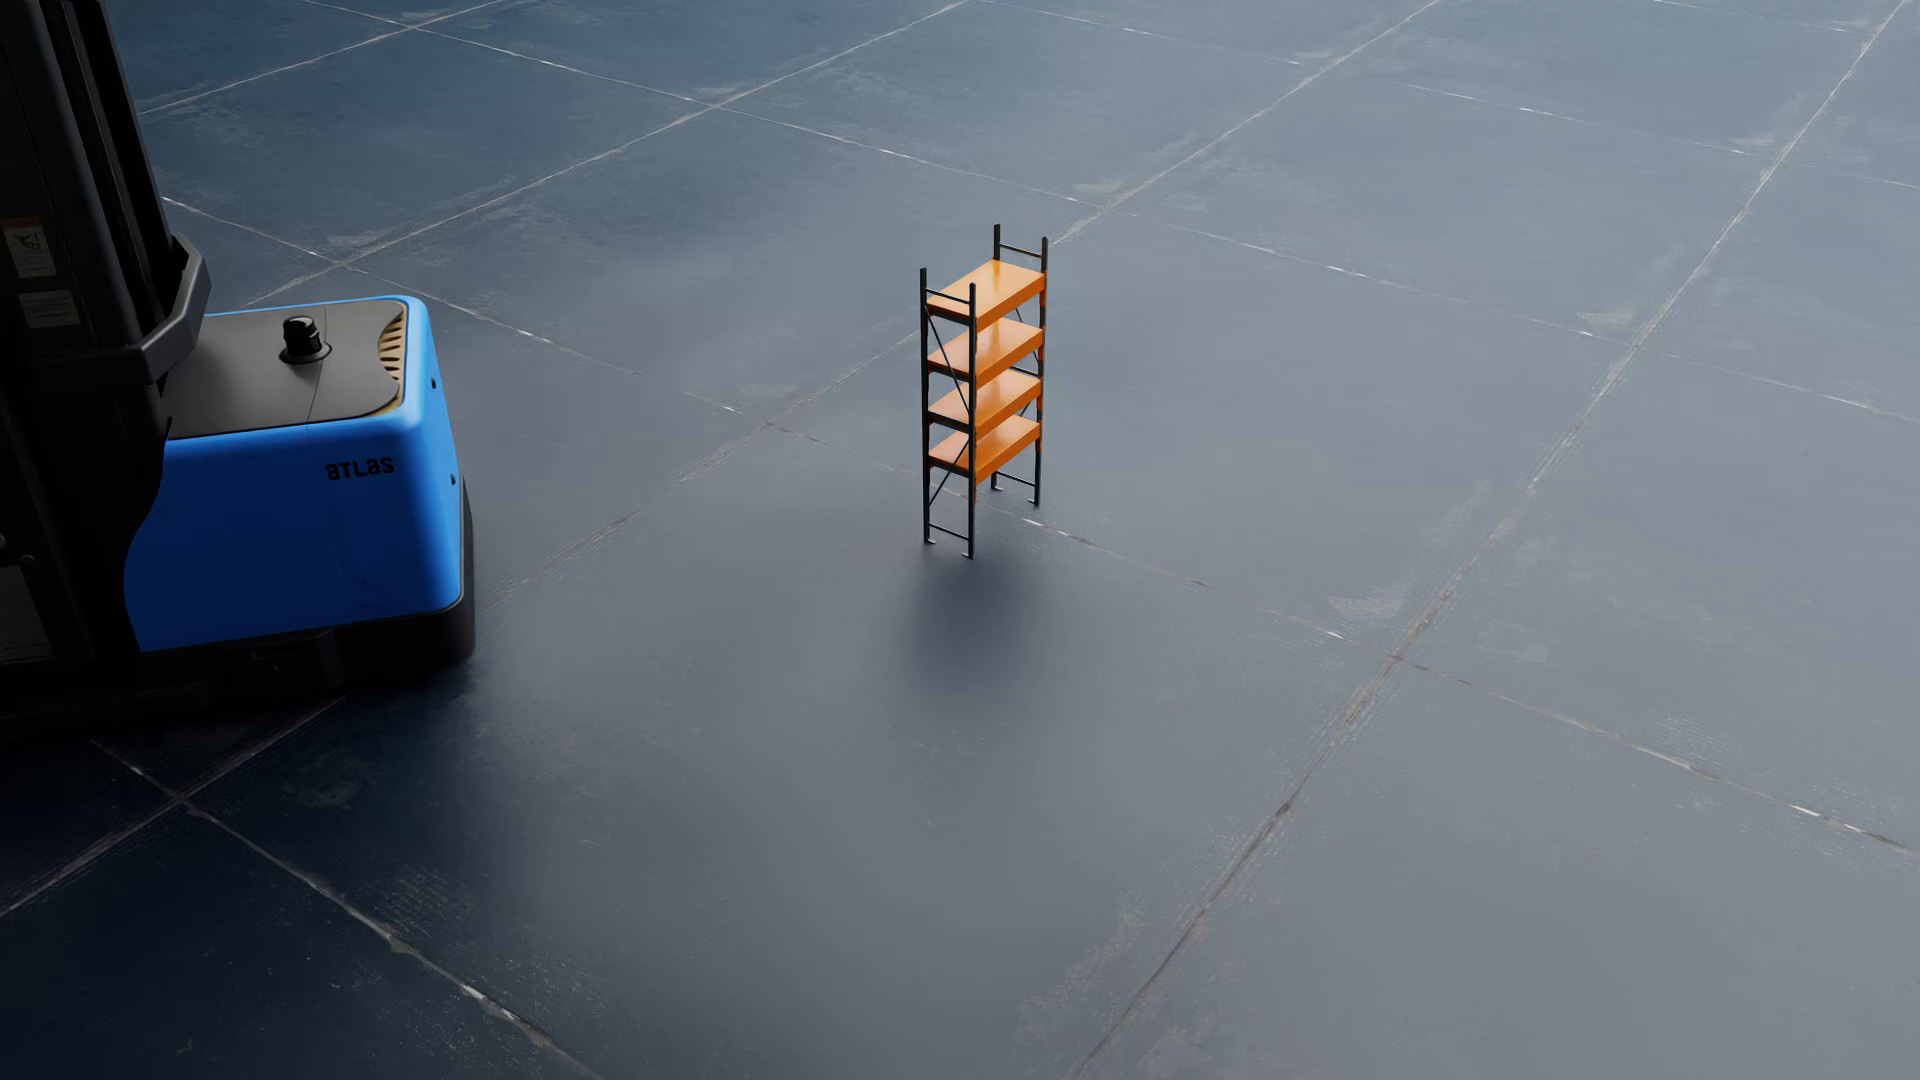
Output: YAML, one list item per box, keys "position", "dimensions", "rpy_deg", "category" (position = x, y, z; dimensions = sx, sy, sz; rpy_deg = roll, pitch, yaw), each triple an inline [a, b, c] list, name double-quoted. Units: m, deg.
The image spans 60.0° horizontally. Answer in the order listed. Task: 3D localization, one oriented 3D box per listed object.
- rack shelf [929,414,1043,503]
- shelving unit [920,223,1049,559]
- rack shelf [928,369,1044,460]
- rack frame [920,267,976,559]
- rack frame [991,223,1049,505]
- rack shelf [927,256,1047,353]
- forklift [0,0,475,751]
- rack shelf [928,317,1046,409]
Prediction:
- position: [0.094, -0.353, 6.675]
  dimensions: [0.258, 0.148, 0.480]
  rpy_deg: [21, 39, 28]
  category: "rack shelf"
- position: [0.094, -0.573, 6.527]
  dimensions: [0.258, 1.200, 0.503]
  rpy_deg: [21, 39, 28]
  category: "shelving unit"
- position: [0.094, -0.517, 6.564]
  dimensions: [0.258, 0.148, 0.480]
  rpy_deg: [21, 39, 28]
  category: "rack shelf"
- position: [-0.045, -0.461, 6.360]
  dimensions: [0.240, 1.200, 0.015]
  rpy_deg: [21, 39, 28]
  category: "rack frame"
- position: [0.234, -0.685, 6.693]
  dimensions: [0.240, 1.200, 0.015]
  rpy_deg: [21, 39, 28]
  category: "rack frame"
- position: [0.094, -0.899, 6.306]
  dimensions: [0.258, 0.148, 0.480]
  rpy_deg: [21, 39, 28]
  category: "rack shelf"
- position: [-3.337, -0.790, 5.301]
  dimensions: [3.031, 2.935, 1.130]
  rpy_deg: [-8, 35, -12]
  category: "forklift"
- position: [0.094, -0.703, 6.439]
  dimensions: [0.258, 0.148, 0.480]
  rpy_deg: [21, 39, 28]
  category: "rack shelf"
